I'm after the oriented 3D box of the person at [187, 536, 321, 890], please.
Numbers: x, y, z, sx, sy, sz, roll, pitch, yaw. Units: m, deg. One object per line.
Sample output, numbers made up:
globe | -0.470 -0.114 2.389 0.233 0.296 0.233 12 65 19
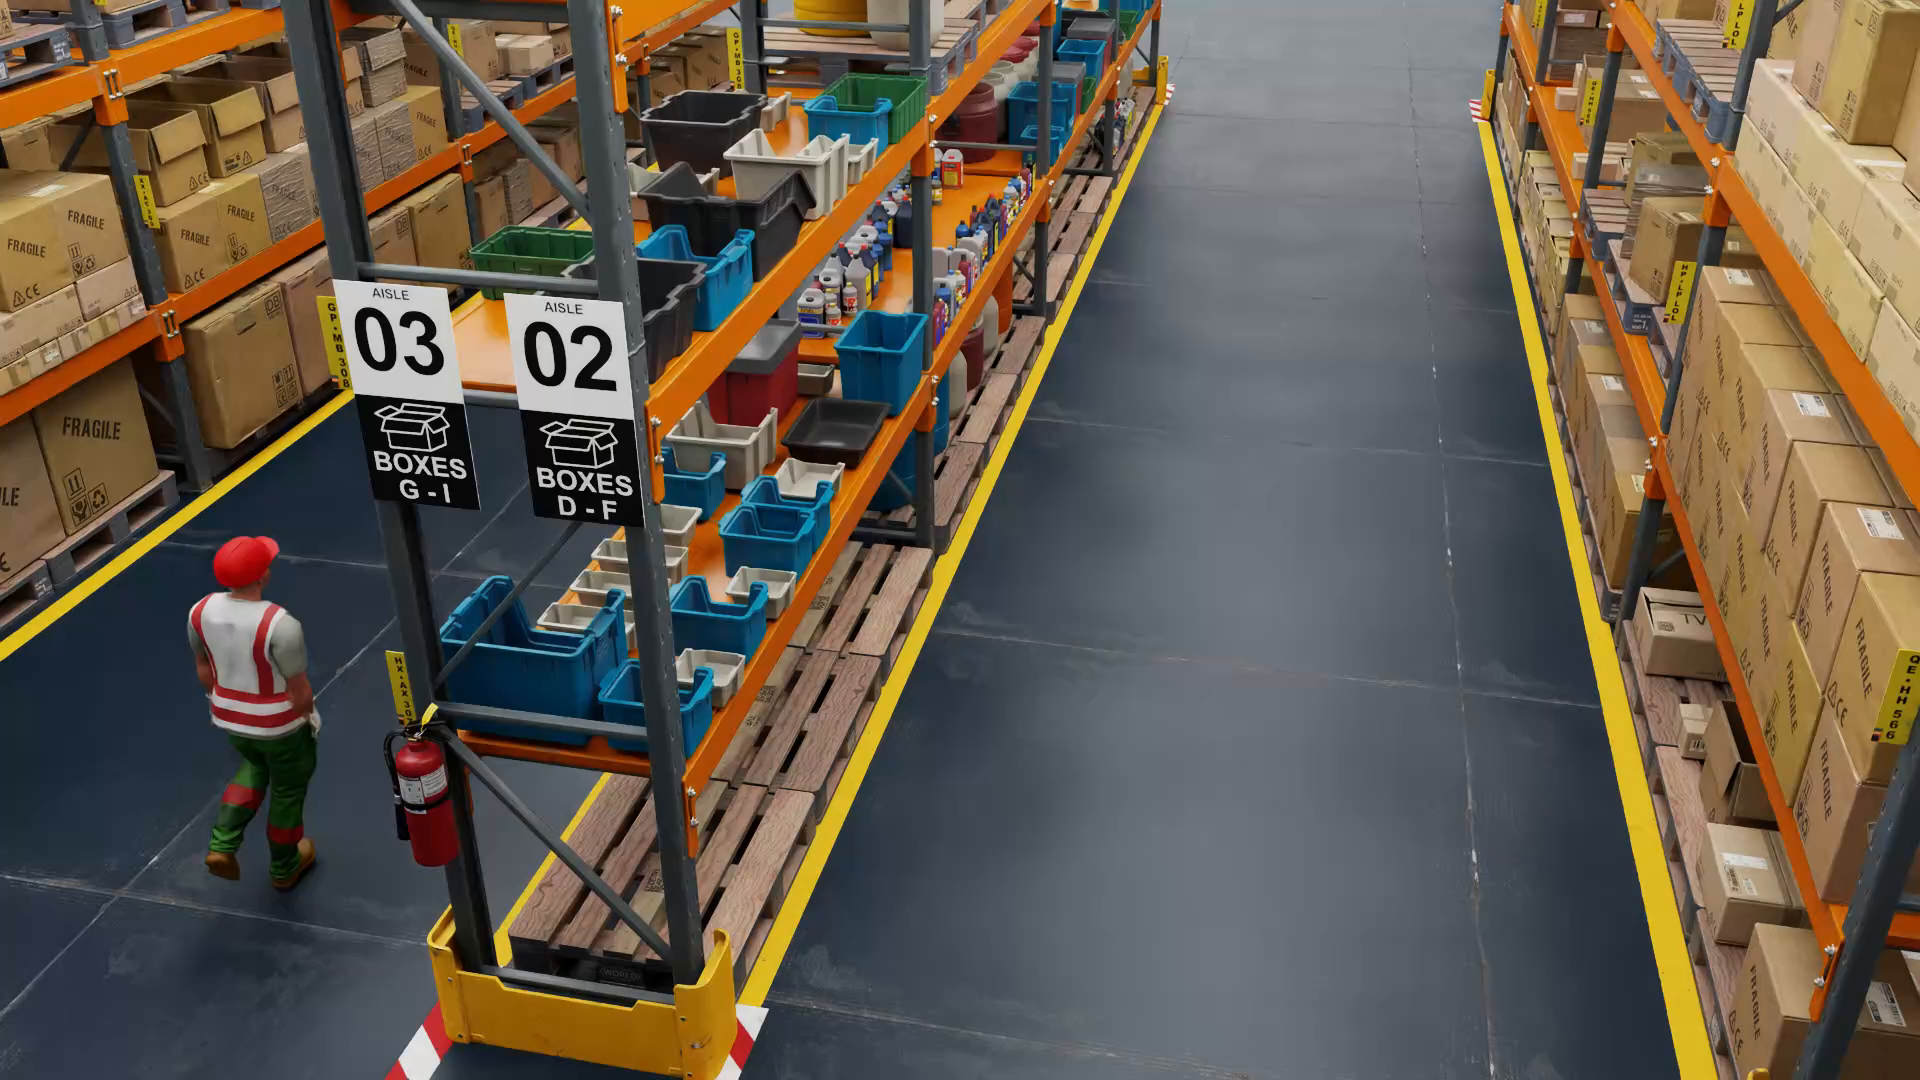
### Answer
person | -3.017 0.772 7.142 0.624 1.778 0.498 8 29 14
